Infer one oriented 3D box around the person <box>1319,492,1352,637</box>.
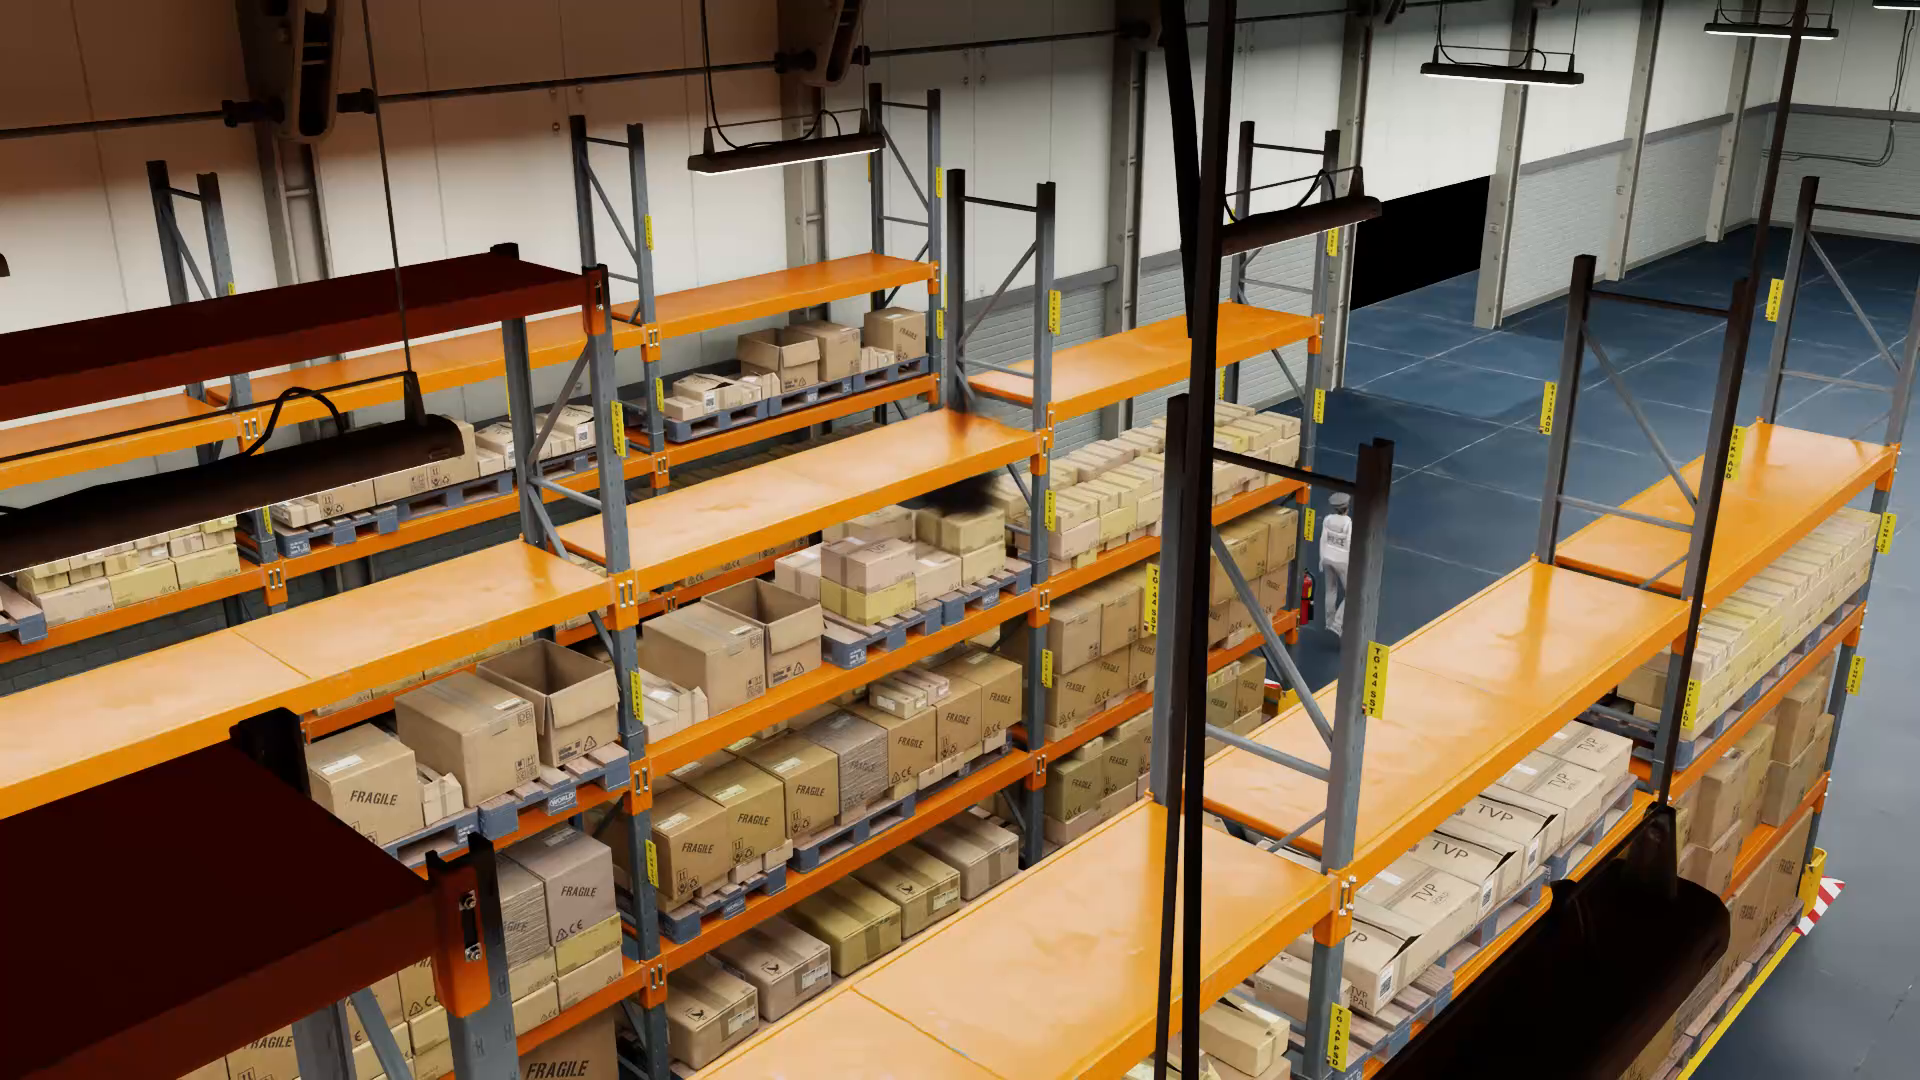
[{"bbox_3d":[4.333,0.306,18.945,0.590,1.669,0.697,-18,28,-39],"label":"person"}]
